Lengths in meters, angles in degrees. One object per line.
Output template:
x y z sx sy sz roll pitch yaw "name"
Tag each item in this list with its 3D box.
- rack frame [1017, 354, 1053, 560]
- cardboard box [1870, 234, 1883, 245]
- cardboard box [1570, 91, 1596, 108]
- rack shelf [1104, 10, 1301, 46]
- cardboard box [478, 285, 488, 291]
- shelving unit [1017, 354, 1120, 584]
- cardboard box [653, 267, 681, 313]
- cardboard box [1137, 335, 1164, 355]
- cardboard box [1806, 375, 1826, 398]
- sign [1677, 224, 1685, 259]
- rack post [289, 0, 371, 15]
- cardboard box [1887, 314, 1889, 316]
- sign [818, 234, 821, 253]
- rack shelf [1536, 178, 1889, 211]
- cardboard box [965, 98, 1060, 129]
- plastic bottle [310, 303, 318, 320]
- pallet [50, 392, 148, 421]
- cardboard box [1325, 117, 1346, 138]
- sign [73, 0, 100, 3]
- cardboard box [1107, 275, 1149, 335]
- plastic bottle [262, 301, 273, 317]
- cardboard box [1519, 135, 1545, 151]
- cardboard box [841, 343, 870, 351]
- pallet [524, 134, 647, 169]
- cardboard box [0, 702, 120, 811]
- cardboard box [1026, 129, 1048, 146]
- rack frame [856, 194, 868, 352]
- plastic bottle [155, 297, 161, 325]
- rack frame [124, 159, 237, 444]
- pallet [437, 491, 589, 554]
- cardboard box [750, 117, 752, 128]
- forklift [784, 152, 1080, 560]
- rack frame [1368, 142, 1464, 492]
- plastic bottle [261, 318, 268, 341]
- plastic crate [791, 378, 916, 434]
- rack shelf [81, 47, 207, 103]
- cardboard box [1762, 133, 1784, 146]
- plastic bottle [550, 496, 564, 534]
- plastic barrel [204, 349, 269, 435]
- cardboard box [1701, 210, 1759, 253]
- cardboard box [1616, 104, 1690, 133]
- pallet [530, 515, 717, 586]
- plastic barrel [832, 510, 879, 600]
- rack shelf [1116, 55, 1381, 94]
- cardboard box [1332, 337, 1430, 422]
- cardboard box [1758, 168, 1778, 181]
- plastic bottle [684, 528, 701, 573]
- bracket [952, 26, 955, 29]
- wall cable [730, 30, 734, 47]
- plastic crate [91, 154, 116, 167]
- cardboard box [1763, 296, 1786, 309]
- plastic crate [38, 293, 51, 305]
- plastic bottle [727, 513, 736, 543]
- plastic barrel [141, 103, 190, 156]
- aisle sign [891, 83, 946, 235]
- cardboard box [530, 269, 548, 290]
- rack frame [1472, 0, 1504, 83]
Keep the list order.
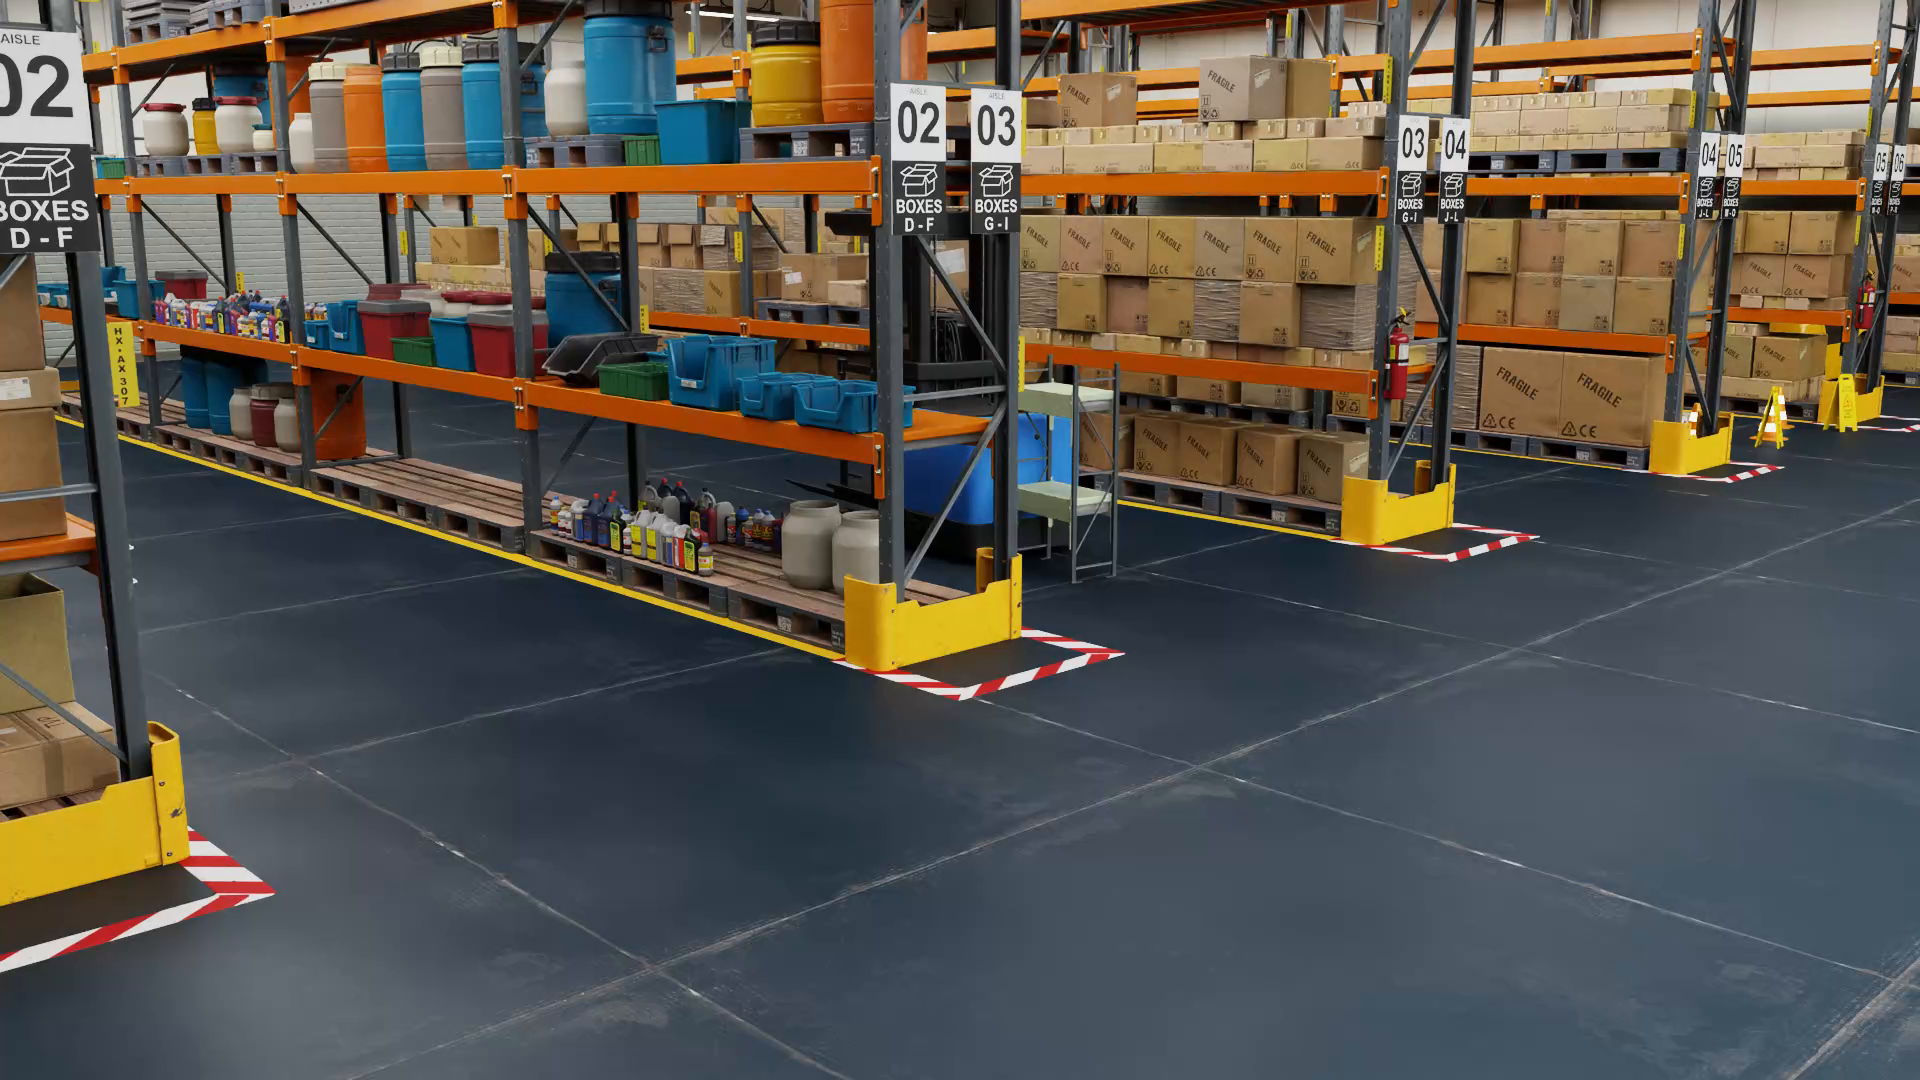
0.499 -0.576 11.990 0.400 1.500 0.023 -8 14 -35 "rack frame"
13.109 -4.261 23.569 0.380 0.149 0.250 -10 16 -41 "cardboard box"
6.176 -4.299 16.267 0.380 0.149 0.250 -11 16 -42 "cardboard box"
4.612 -9.848 31.955 1.077 0.370 4.000 -11 16 -43 "rack shelf"
-6.272 -3.369 22.455 0.380 0.149 0.250 -11 16 -42 "cardboard box"
0.712 -0.516 11.699 0.431 1.500 0.755 -8 14 -35 "shelving unit"
-3.220 -2.920 19.405 0.500 0.500 0.500 11 16 43 "cardboard box"
1.740 -1.688 14.293 0.380 0.149 0.250 -11 16 -43 "cardboard box"
10.336 -1.914 20.540 0.500 0.250 0.500 -11 16 -43 "cardboard box"
6.781 -2.803 15.629 0.100 0.325 0.005 -11 16 -43 "sign"
-4.241 -4.723 13.038 1.013 1.000 3.121 -11 16 -43 "rack post"
13.024 -3.109 23.864 0.500 0.250 0.500 -11 16 -42 "cardboard box"
-1.613 -3.290 18.775 0.100 0.325 0.005 -11 16 -43 "sign"
9.312 -4.307 20.733 1.077 0.370 4.000 -11 16 -43 "rack shelf"
0.510 -3.909 15.721 0.637 0.503 0.797 11 16 42 "cardboard box"
-6.411 -2.221 16.546 0.061 0.283 0.133 -11 16 -43 "plastic bottle"
-10.565 -1.671 20.498 1.003 0.211 1.213 -11 16 -43 "pallet"
3.013 -3.160 12.765 0.250 0.149 0.380 11 16 43 "cardboard box"
-3.236 -2.150 6.118 0.100 0.325 0.005 -11 16 -43 "sign"
1.767 -2.085 14.612 0.875 0.500 0.500 -11 16 -43 "cardboard box"
-7.061 -2.303 16.973 0.097 0.271 0.097 0 12 0 "plastic bottle"
5.831 -3.981 16.703 0.380 0.149 0.250 -11 16 -42 "cardboard box"
-1.552 -2.902 24.850 0.380 0.149 0.250 -10 16 -41 "cardboard box"
-2.250 -2.696 11.598 1.213 0.211 1.003 -11 16 -43 "pallet"
-3.851 0.894 6.911 0.500 0.250 0.500 -11 16 -43 "cardboard box"
0.765 -3.602 14.910 0.250 0.149 0.380 11 16 44 "cardboard box"
-1.104 -3.945 24.627 1.000 3.000 0.127 -11 16 -43 "rack frame"
-8.399 -2.408 17.457 0.061 0.283 0.133 -11 16 -43 "plastic bottle"
-8.344 -2.579 17.994 1.000 3.000 0.127 -11 16 -43 "rack frame"
-3.389 -0.154 13.138 1.003 0.211 1.213 -11 16 -43 "pallet"
-2.473 -4.489 18.538 0.797 0.503 0.637 -10 15 -39 "cardboard box"
-0.366 -1.539 13.116 1.130 2.935 3.031 -8 14 -35 "forklift"
3.525 -1.517 12.843 1.000 3.000 0.127 -11 16 -43 "rack frame"
-6.462 -1.964 15.505 0.097 0.201 0.097 0 12 0 "plastic bottle"
-0.619 -0.786 9.660 0.499 0.251 0.616 -11 16 -43 "plastic crate"
-9.725 -5.261 18.918 1.077 0.370 4.000 -11 16 -43 "rack shelf"
9.768 -4.765 19.820 0.380 0.149 0.250 -11 16 -42 "cardboard box"
-2.916 -0.183 12.035 0.097 0.271 0.097 0 12 0 "plastic bottle"
-7.491 -1.571 17.265 0.600 0.901 0.708 -11 16 -43 "plastic barrel"
9.412 -3.762 20.275 0.700 0.500 0.500 -11 16 -43 "cardboard box"
6.643 -4.022 15.914 0.500 0.250 0.500 -11 16 -42 "cardboard box"
-2.385 0.059 12.104 1.003 0.211 1.213 -11 16 -43 "pallet"
-0.567 0.100 10.116 0.421 0.512 0.421 0 12 0 "plastic barrel"
3.039 -5.460 19.884 1.077 0.370 4.000 -11 16 -43 "rack shelf"
4.804 -1.841 18.639 0.875 0.875 0.875 -11 16 -42 "cardboard box"
9.763 -4.379 19.922 0.380 0.149 0.250 -11 16 -42 "cardboard box"
-1.736 0.066 10.798 0.061 0.283 0.133 -10 16 -41 "plastic bottle"
-0.159 -11.503 37.524 0.235 0.232 0.430 -11 16 -43 "bracket"
-4.488 -8.963 34.114 0.463 3.000 0.029 -11 16 -43 "wall cable"
-9.799 -4.207 18.758 0.437 0.282 0.530 -11 16 -43 "plastic crate"
9.863 -2.862 19.992 0.380 0.149 0.250 -11 16 -44 "cardboard box"
-11.012 -2.922 20.167 0.250 0.136 0.298 -11 16 -43 "plastic crate"
-1.600 -0.089 11.756 0.097 0.201 0.097 0 12 0 "plastic bottle"
-8.162 -4.208 17.092 0.433 0.535 0.433 0 12 0 "plastic barrel"
-0.222 -2.049 8.979 0.394 0.787 0.004 -11 16 -43 "aisle sign"
-5.256 -3.369 21.464 0.500 0.250 0.500 -11 16 -44 "cardboard box"
8.756 -7.696 27.968 1.000 3.000 0.127 -11 16 -43 "rack frame"
